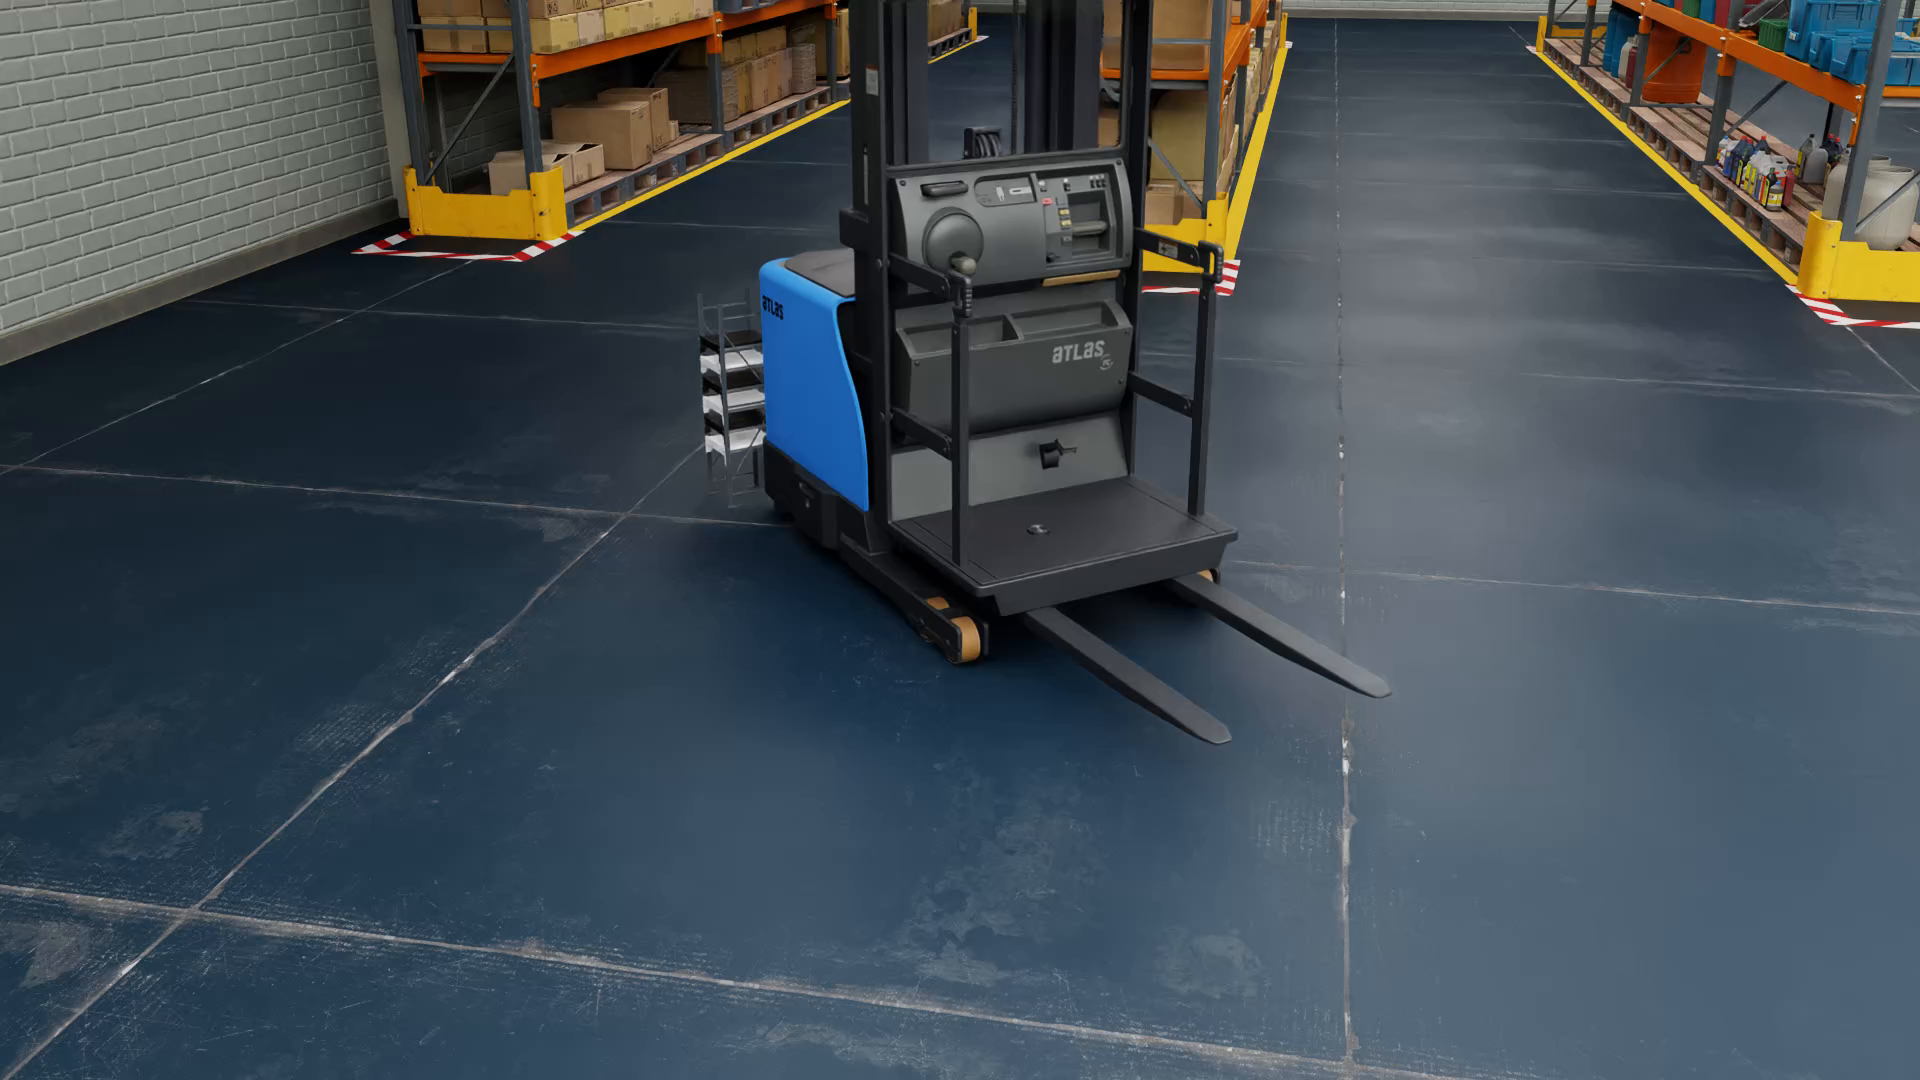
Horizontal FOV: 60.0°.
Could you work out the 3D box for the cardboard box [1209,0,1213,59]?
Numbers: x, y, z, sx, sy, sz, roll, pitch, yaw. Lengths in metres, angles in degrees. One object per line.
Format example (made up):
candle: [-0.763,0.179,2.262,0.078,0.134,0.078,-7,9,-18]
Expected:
cardboard box: [1.466,-3.728,11.961,0.700,0.500,0.500,5,22,12]

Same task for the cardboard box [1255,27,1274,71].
cardboard box: [3.672,-6.187,20.957,0.500,0.500,0.500,5,22,12]

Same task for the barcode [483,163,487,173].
barcode: [-3.753,-2.940,13.136,0.001,0.075,0.075,4,22,11]

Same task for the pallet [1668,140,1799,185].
pallet: [7.042,-3.400,15.013,1.003,0.211,1.213,4,22,11]

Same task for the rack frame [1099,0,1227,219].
rack frame: [1.256,-3.319,11.080,1.000,3.000,0.127,4,22,11]

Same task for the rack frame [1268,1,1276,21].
rack frame: [3.704,-7.708,21.977,1.000,3.000,0.127,4,22,11]

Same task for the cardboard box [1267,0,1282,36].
cardboard box: [4.651,-7.998,25.454,0.500,0.500,0.500,4,22,11]

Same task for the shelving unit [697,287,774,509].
shelving unit: [-0.953,-0.610,7.163,0.258,0.900,0.210,-13,25,-29]

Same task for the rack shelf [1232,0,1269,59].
rack shelf: [2.480,-5.180,16.663,1.077,0.370,4.000,4,22,11]

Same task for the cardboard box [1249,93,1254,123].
cardboard box: [2.710,-4.393,16.864,0.500,0.250,0.500,5,22,12]

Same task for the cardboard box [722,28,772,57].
cardboard box: [-2.336,-5.354,17.886,0.500,0.250,0.500,4,22,11]

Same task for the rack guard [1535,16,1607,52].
rack guard: [9.361,-7.642,25.160,1.175,0.500,0.348,4,22,11]

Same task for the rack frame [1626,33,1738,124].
rack frame: [7.736,-5.866,17.404,1.000,3.000,0.127,4,22,11]

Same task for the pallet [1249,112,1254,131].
pallet: [2.682,-4.653,18.126,1.003,0.211,1.213,4,22,11]

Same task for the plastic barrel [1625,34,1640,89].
plastic barrel: [8.050,-5.536,19.249,0.600,0.588,0.708,4,22,11]

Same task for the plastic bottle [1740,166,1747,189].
plastic bottle: [6.230,-2.875,13.134,0.097,0.201,0.097,0,22,0]

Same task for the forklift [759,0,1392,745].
forklift: [0.307,-1.120,5.712,1.130,2.935,3.031,-12,25,-26]

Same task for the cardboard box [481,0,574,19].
cardboard box: [-3.203,-4.135,12.275,0.500,0.500,0.500,4,22,11]

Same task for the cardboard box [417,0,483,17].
cardboard box: [-3.706,-4.172,12.367,0.500,0.500,0.500,4,22,10]

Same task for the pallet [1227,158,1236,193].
pallet: [1.869,-3.201,14.519,1.003,0.211,1.213,4,22,11]

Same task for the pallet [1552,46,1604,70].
pallet: [8.911,-6.755,23.343,1.003,0.211,1.213,4,22,11]

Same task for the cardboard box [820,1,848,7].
cardboard box: [-1.499,-6.398,21.039,0.750,0.750,0.750,4,22,11]

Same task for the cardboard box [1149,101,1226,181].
cardboard box: [1.683,-2.949,12.275,0.500,0.500,0.500,4,22,11]

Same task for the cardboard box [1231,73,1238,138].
cardboard box: [2.078,-3.681,14.093,0.500,0.500,0.500,4,22,11]

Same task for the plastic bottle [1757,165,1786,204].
plastic bottle: [6.128,-2.676,12.540,0.152,0.276,0.135,5,22,11]

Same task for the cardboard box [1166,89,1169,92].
cardboard box: [1.467,-3.538,13.738,0.500,0.500,0.500,4,22,11]

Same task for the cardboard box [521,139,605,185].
cardboard box: [-3.249,-3.107,13.563,0.500,0.311,0.500,6,23,15]

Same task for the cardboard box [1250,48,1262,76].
cardboard box: [3.022,-5.214,18.153,0.500,0.311,0.500,5,22,12]

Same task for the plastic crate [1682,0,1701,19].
plastic crate: [6.999,-4.963,15.446,0.450,0.188,0.662,4,22,11]

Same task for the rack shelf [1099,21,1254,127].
rack shelf: [1.664,-3.717,13.031,1.077,0.370,4.000,4,22,11]

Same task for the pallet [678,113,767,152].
pallet: [-2.621,-4.150,16.875,1.003,0.211,1.213,4,22,11]

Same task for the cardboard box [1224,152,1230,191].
cardboard box: [1.891,-2.966,13.322,0.500,0.250,0.500,4,22,11]

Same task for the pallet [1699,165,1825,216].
pallet: [6.742,-2.867,13.690,1.003,0.211,1.213,4,22,11]

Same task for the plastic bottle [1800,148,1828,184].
plastic bottle: [6.882,-3.018,13.390,0.152,0.276,0.135,4,22,11]

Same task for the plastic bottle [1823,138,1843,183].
plastic bottle: [7.032,-3.051,13.371,0.144,0.351,0.185,3,22,8]

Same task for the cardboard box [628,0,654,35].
cardboard box: [-2.877,-4.351,13.816,0.500,0.250,0.500,5,22,11]

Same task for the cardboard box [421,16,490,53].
cardboard box: [-3.689,-3.821,12.500,0.500,0.250,0.500,5,22,12]

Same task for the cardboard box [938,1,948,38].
cardboard box: [-0.579,-7.952,25.366,0.700,0.500,0.500,4,22,9]

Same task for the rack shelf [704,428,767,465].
rack shelf: [-0.953,-0.412,7.242,0.258,0.077,0.200,-13,25,-29]

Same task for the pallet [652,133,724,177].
pallet: [-2.881,-3.617,15.551,1.003,0.211,1.213,4,22,11]

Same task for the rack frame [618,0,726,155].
rack frame: [-2.778,-5.158,15.647,1.000,3.000,0.127,4,22,11]

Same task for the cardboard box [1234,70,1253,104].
cardboard box: [2.612,-4.466,16.295,0.500,0.311,0.500,4,22,9]

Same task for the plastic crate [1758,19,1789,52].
plastic crate: [6.367,-3.830,12.632,0.450,0.188,0.662,4,22,11]

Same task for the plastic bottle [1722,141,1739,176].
plastic bottle: [6.387,-3.140,13.693,0.152,0.276,0.135,5,23,13]

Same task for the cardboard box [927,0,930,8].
cardboard box: [-0.644,-7.797,24.115,0.380,0.149,0.250,5,23,13]

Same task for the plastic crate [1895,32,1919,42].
plastic crate: [6.837,-3.668,12.298,0.530,0.136,0.437,4,22,11]

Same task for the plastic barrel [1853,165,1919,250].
plastic barrel: [6.164,-2.228,11.138,0.421,0.512,0.421,0,22,0]

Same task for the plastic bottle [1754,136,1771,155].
plastic bottle: [6.490,-3.104,13.502,0.144,0.351,0.185,4,22,11]

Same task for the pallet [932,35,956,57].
pallet: [-0.667,-7.510,25.219,1.003,0.211,1.213,4,22,11]

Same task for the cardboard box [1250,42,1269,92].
cardboard box: [3.261,-5.434,19.089,0.500,0.500,0.500,5,23,13]

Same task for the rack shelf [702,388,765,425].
rack shelf: [-0.953,-0.579,7.175,0.258,0.077,0.200,-13,25,-29]

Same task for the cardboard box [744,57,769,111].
cardboard box: [-2.444,-4.850,17.637,0.700,0.500,0.500,5,22,12]
